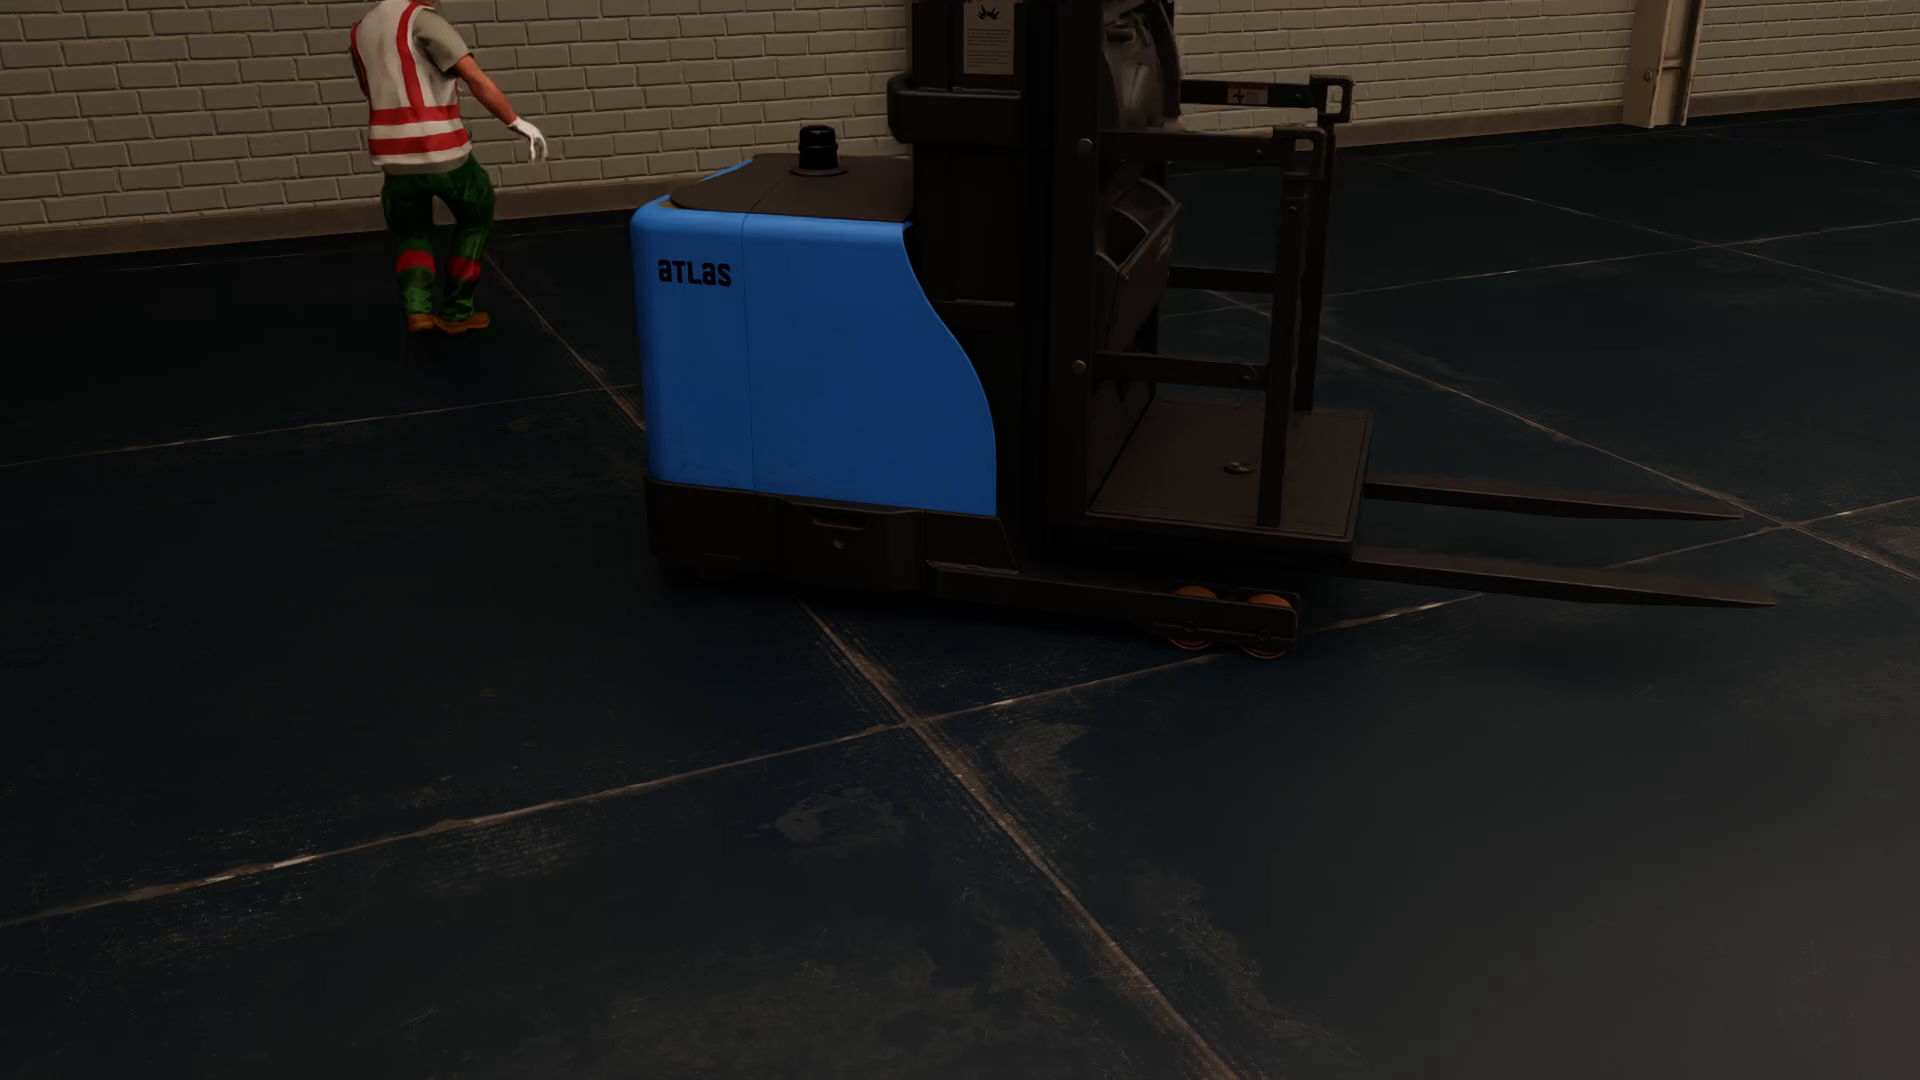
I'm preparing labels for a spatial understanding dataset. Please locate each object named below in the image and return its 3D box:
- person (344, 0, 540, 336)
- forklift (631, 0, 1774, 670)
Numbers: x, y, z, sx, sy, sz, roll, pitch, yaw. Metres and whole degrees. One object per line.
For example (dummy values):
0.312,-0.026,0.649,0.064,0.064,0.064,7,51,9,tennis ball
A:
-2.138,-1.661,6.943,0.876,1.654,0.816,6,23,15,person
0.653,-1.249,4.292,3.031,2.935,1.130,8,24,19,forklift
